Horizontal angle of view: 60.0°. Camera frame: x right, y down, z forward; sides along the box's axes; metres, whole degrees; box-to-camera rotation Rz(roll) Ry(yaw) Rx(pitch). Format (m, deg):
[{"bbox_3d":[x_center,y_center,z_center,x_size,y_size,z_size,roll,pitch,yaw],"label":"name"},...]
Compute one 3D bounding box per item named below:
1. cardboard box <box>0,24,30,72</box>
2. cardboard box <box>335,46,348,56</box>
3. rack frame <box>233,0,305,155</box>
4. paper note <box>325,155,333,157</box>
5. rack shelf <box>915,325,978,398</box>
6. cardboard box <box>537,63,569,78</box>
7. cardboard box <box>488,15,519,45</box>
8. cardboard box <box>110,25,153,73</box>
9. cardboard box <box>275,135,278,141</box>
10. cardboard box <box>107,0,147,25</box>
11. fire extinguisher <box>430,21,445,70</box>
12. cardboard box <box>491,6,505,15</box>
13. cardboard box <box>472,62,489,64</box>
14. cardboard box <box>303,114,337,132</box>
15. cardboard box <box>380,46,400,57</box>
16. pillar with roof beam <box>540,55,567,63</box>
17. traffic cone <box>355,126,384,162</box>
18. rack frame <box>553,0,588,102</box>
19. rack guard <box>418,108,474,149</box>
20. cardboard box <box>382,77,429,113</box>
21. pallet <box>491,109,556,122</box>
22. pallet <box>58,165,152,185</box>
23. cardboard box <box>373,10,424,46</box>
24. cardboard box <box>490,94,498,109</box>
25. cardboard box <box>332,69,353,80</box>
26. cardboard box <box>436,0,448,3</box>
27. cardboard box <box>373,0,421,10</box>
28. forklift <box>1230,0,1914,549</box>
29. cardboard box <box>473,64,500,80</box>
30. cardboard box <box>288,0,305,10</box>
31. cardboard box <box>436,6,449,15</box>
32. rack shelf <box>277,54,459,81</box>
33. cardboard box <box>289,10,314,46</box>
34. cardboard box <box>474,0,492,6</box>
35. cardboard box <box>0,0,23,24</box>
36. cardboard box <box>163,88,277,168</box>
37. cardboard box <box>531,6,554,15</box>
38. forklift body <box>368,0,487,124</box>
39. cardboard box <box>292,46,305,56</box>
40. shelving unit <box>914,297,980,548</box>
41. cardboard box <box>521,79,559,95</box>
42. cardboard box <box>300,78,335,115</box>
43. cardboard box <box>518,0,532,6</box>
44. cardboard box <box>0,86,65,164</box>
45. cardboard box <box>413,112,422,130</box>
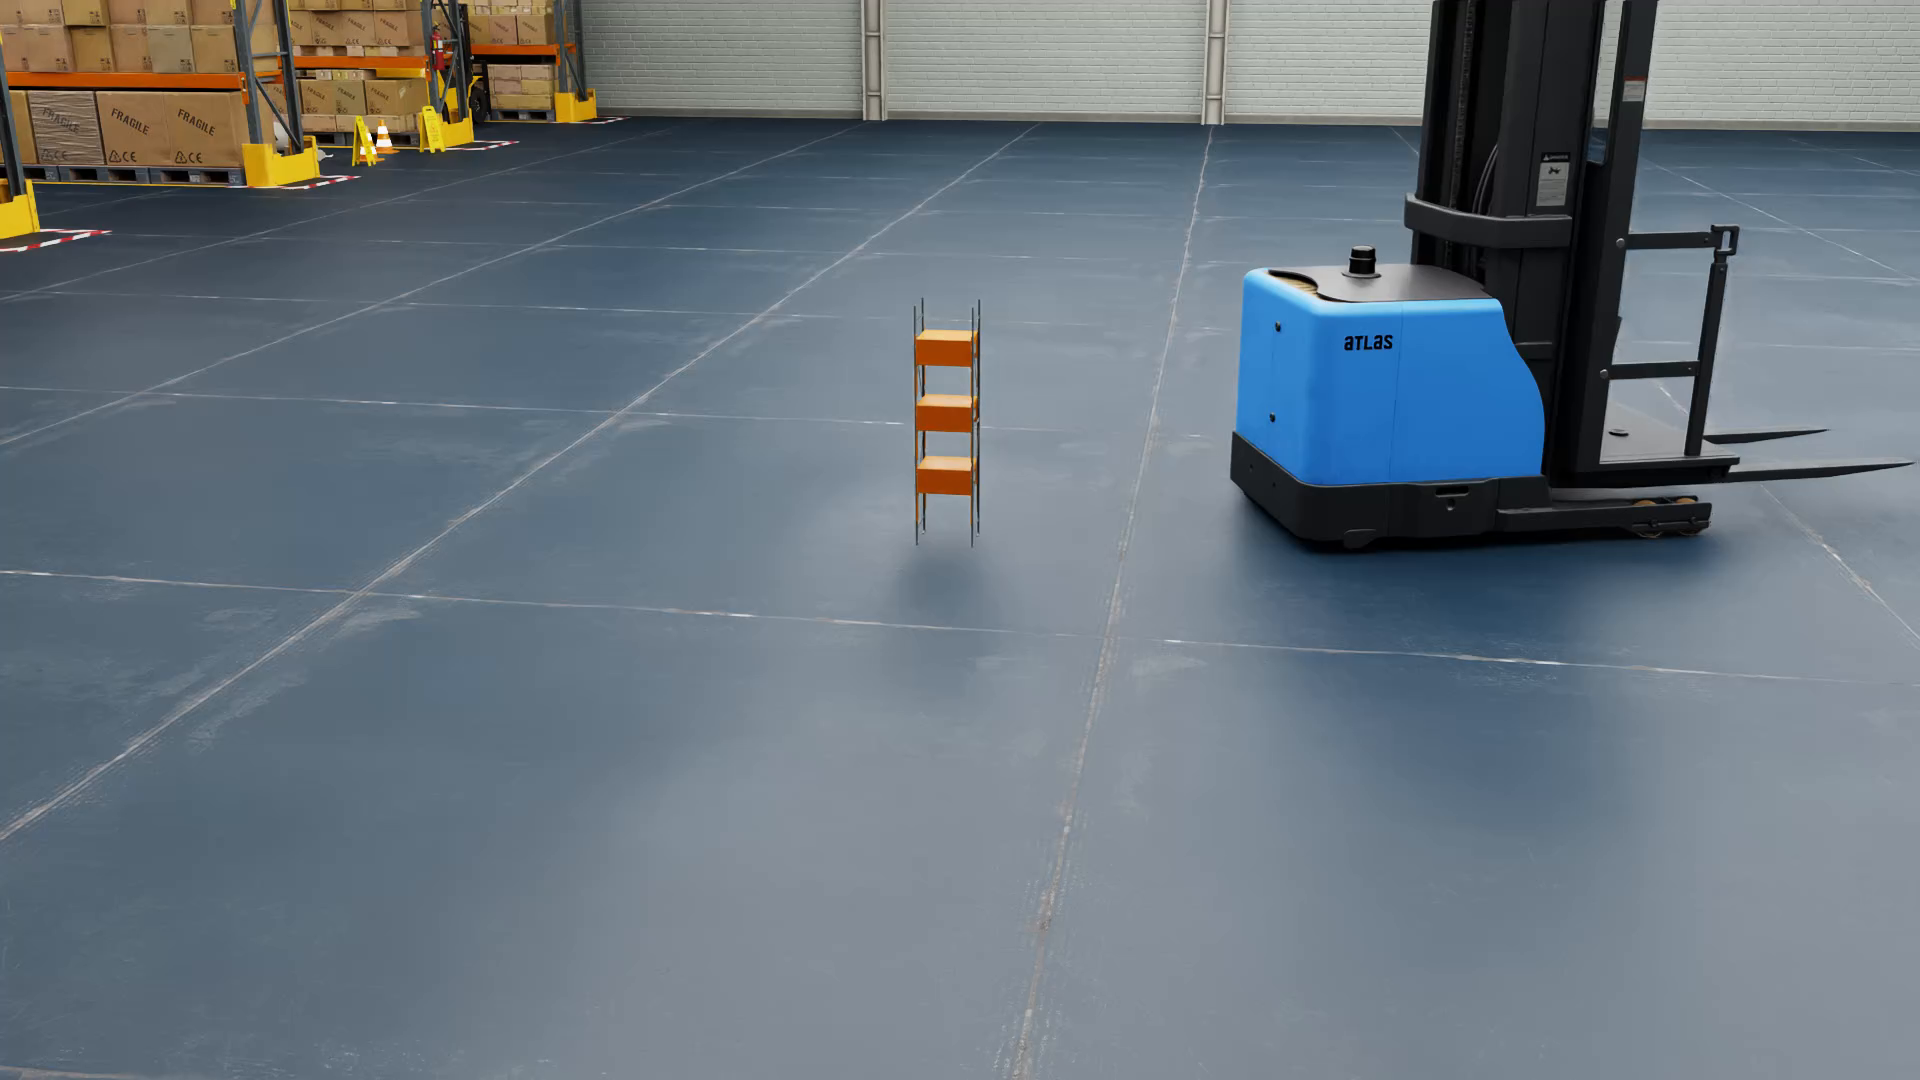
[{"bbox_3d":[-11.405,-6.090,20.539,0.550,0.550,0.875,3,19,9],"label":"cardboard box"},{"bbox_3d":[-9.093,-7.299,24.786,0.250,0.149,0.380,3,19,9],"label":"cardboard box"},{"bbox_3d":[-8.369,-5.853,20.067,0.127,3.000,1.000,3,19,9],"label":"rack frame"},{"bbox_3d":[-8.932,-5.424,23.467,0.142,0.019,0.148,-3,19,-10],"label":"paper note"},{"bbox_3d":[-0.053,-0.760,7.058,0.240,0.259,0.215,3,19,9],"label":"rack shelf"},{"bbox_3d":[-7.344,-8.416,29.826,0.500,0.250,0.500,3,19,8],"label":"cardboard box"},{"bbox_3d":[-7.938,-8.983,29.264,0.500,0.500,0.500,4,19,10],"label":"cardboard box"},{"bbox_3d":[-9.822,-6.016,20.321,0.550,0.550,0.875,3,19,9],"label":"cardboard box"},{"bbox_3d":[-9.819,-5.520,23.007,0.637,0.503,0.797,-11,21,-29],"label":"cardboard box"},{"bbox_3d":[-9.818,-6.536,20.172,0.550,0.550,0.875,3,19,9],"label":"cardboard box"},{"bbox_3d":[-7.643,-7.222,24.281,0.183,0.674,0.296,3,19,9],"label":"fire extinguisher"},{"bbox_3d":[-8.033,-9.300,29.191,0.250,0.149,0.380,3,19,8],"label":"cardboard box"},{"bbox_3d":[-8.835,-8.497,30.066,0.500,0.250,0.500,3,19,8],"label":"cardboard box"},{"bbox_3d":[-9.552,-6.313,25.115,0.500,0.250,0.500,2,19,7],"label":"cardboard box"},{"bbox_3d":[-8.354,-7.219,24.547,0.250,0.149,0.380,3,19,8],"label":"cardboard box"},{"bbox_3d":[-8.127,-10.777,25.331,0.400,9.000,9.100,3,19,9],"label":"pillar with roof beam"},{"bbox_3d":[-8.153,-5.458,22.886,0.334,0.463,0.336,3,19,9],"label":"traffic cone"},{"bbox_3d":[-6.900,-8.964,29.365,0.127,3.000,1.000,3,19,9],"label":"rack frame"},{"bbox_3d":[-7.758,-6.227,25.125,0.348,0.500,1.175,3,19,9],"label":"rack guard"},{"bbox_3d":[-8.459,-6.787,25.351,0.500,0.500,0.500,2,19,7],"label":"cardboard box"},{"bbox_3d":[-7.661,-7.667,29.884,1.213,0.211,1.003,3,19,9],"label":"pallet"},{"bbox_3d":[-10.371,-4.608,20.742,1.213,0.211,1.003,3,19,9],"label":"pallet"},{"bbox_3d":[-8.263,-7.538,24.478,0.500,0.500,0.500,3,19,8],"label":"cardboard box"},{"bbox_3d":[-8.396,-7.840,29.677,0.500,0.250,0.500,3,19,9],"label":"cardboard box"},{"bbox_3d":[-9.136,-6.937,24.774,0.250,0.149,0.380,3,19,10],"label":"cardboard box"},{"bbox_3d":[-9.048,-9.505,29.335,0.250,0.149,0.380,3,19,9],"label":"cardboard box"},{"bbox_3d":[-8.222,-8.028,24.368,0.500,0.500,0.700,2,19,7],"label":"cardboard box"},{"bbox_3d":[2.857,-1.558,7.341,3.031,2.935,1.130,-3,19,-9],"label":"forklift"},{"bbox_3d":[-8.409,-8.305,29.491,0.500,0.250,0.500,3,19,9],"label":"cardboard box"},{"bbox_3d":[-9.711,-8.118,24.636,0.500,0.500,0.700,3,19,8],"label":"cardboard box"},{"bbox_3d":[-9.052,-9.337,29.303,0.250,0.149,0.380,3,19,8],"label":"cardboard box"},{"bbox_3d":[-9.658,-7.168,25.132,4.000,0.370,1.077,3,19,9],"label":"rack shelf"},{"bbox_3d":[-9.747,-7.622,24.730,0.500,0.500,0.500,3,19,9],"label":"cardboard box"},{"bbox_3d":[-8.307,-9.433,29.120,0.250,0.149,0.380,3,19,10],"label":"cardboard box"},{"bbox_3d":[-11.398,-6.616,20.412,0.550,0.550,0.875,3,19,9],"label":"cardboard box"},{"bbox_3d":[-9.049,-5.057,20.378,0.875,0.875,0.875,3,19,9],"label":"cardboard box"},{"bbox_3d":[-7.286,-9.248,29.036,0.250,0.149,0.380,3,19,9],"label":"cardboard box"},{"bbox_3d":[-9.061,-8.085,28.077,1.214,2.155,2.313,3,19,9],"label":"forklift body"},{"bbox_3d":[-9.858,-7.303,24.798,0.250,0.149,0.380,3,19,8],"label":"cardboard box"},{"bbox_3d":[-0.053,-0.501,7.145,0.252,1.050,0.215,3,19,9],"label":"shelving unit"},{"bbox_3d":[-7.430,-8.022,29.436,0.500,0.250,0.500,3,19,8],"label":"cardboard box"},{"bbox_3d":[-9.529,-6.671,25.002,0.500,0.500,0.500,2,19,7],"label":"cardboard box"},{"bbox_3d":[-7.535,-9.414,29.064,0.250,0.149,0.380,3,19,9],"label":"cardboard box"},{"bbox_3d":[-11.708,-5.192,20.779,0.875,0.875,0.875,3,19,9],"label":"cardboard box"},{"bbox_3d":[-8.436,-6.431,25.467,0.500,0.250,0.500,3,19,8],"label":"cardboard box"}]
